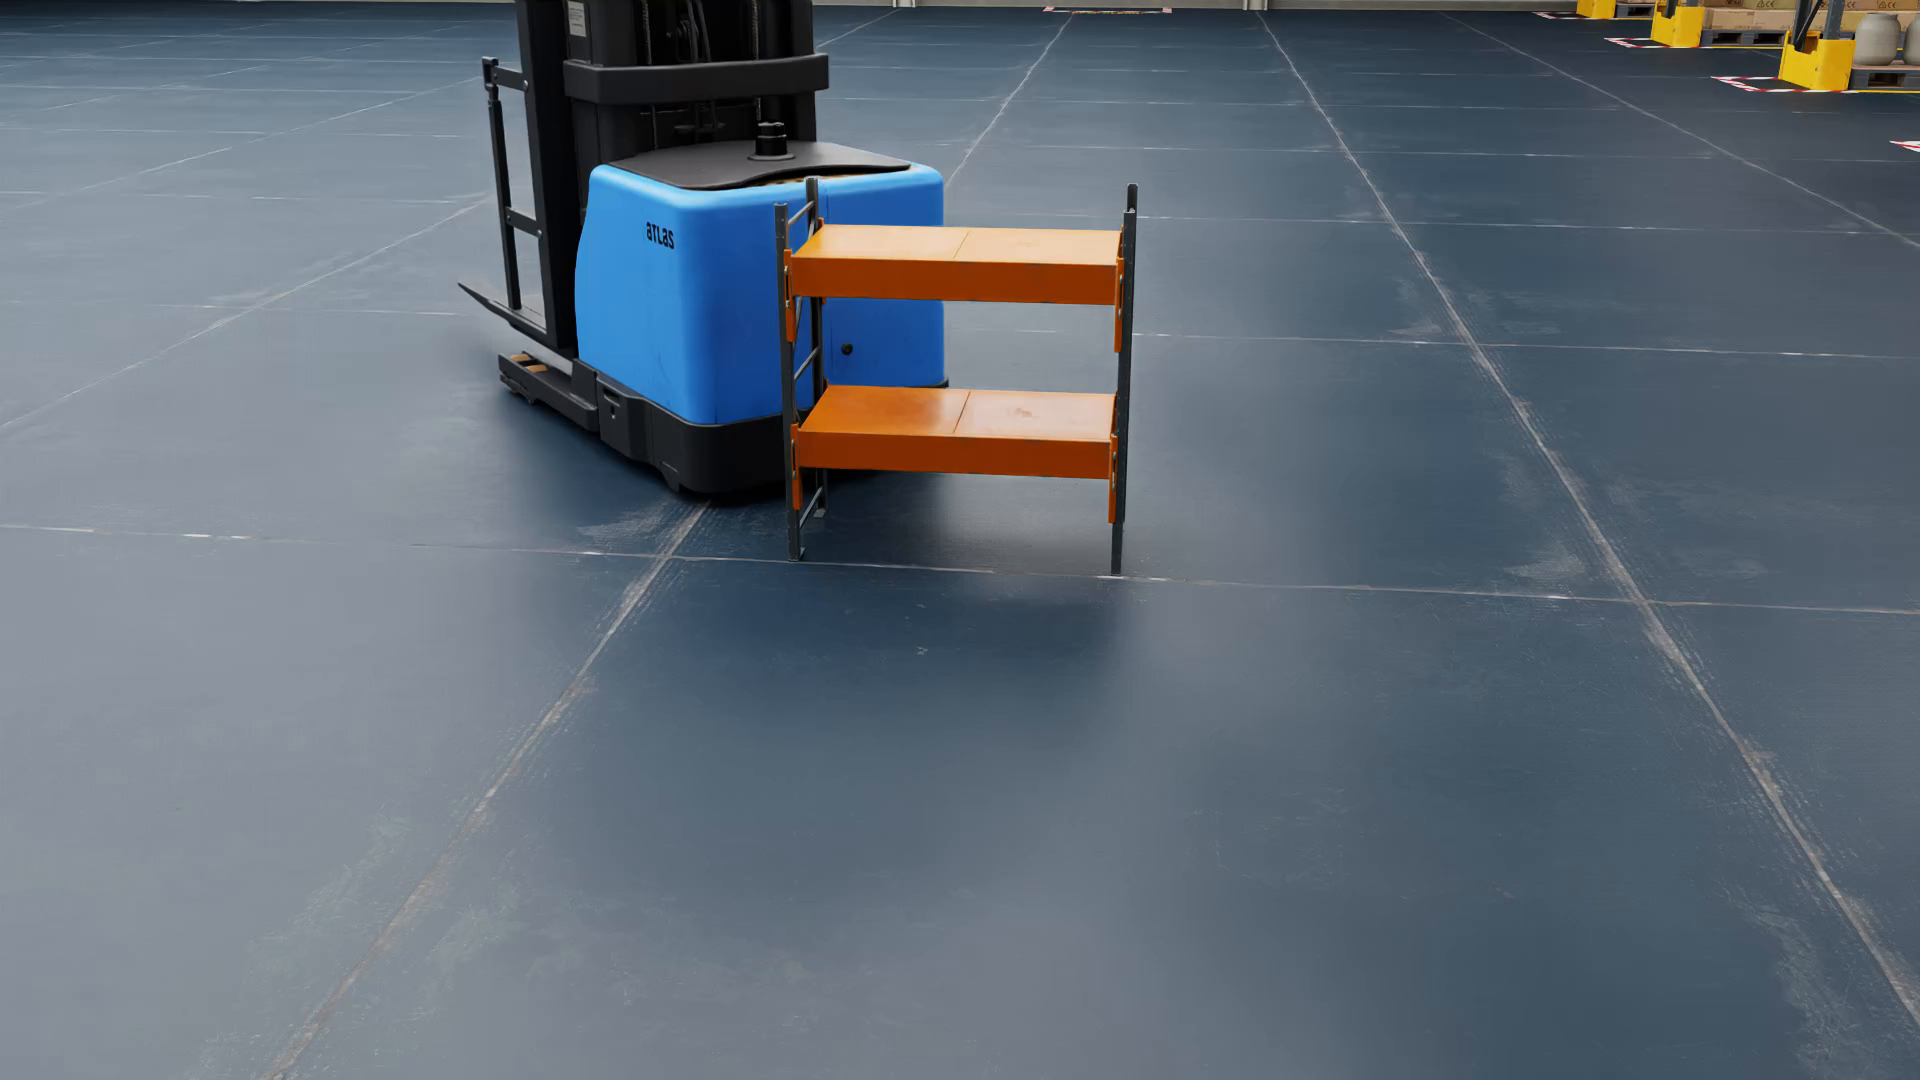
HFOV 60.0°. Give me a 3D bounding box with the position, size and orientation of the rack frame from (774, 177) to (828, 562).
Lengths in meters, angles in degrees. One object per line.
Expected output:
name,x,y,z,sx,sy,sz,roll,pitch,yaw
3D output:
rack frame,-0.498,-0.545,5.288,0.032,1.125,0.500,2,22,6

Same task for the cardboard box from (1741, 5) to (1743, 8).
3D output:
cardboard box,10.658,-7.037,22.328,0.500,0.250,0.500,2,22,6

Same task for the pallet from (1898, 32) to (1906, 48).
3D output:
pallet,12.780,-6.633,21.930,1.213,0.211,1.003,2,22,6

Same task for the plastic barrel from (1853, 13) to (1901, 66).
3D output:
plastic barrel,9.668,-5.283,17.534,0.421,0.512,0.421,0,22,0

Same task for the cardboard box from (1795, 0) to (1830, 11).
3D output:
cardboard box,11.094,-7.176,21.660,0.500,0.500,0.500,2,22,6

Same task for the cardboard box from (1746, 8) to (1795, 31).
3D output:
cardboard box,10.596,-6.845,21.842,0.500,0.250,0.500,2,22,6

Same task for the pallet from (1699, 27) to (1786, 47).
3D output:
pallet,10.357,-6.739,22.197,1.213,0.211,1.003,2,22,6

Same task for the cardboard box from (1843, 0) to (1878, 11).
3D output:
cardboard box,11.588,-7.148,21.589,0.500,0.500,0.500,2,22,6

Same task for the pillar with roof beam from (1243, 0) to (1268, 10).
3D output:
pillar with roof beam,4.504,-11.625,22.605,0.400,9.000,9.100,2,22,6

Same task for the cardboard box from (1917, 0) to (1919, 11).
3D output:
cardboard box,12.583,-7.111,21.497,0.500,0.500,0.500,2,22,6

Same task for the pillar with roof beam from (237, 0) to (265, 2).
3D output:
pillar with roof beam,-13.371,-12.404,24.575,0.400,9.000,9.100,2,22,6

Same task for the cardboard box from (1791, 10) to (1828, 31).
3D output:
cardboard box,11.092,-6.823,21.787,0.500,0.250,0.500,2,22,6

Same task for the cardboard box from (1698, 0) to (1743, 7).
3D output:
cardboard box,10.160,-7.404,22.236,0.500,0.500,0.500,2,22,6

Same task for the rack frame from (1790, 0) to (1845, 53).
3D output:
rack frame,9.006,-6.245,17.156,0.127,3.000,1.000,2,22,6

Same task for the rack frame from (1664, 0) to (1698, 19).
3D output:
rack frame,9.592,-8.053,21.730,0.127,3.000,1.000,2,22,6

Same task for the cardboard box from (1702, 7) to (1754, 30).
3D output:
cardboard box,10.099,-6.865,21.894,0.500,0.250,0.500,2,22,6

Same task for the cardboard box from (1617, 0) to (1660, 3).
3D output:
cardboard box,10.848,-8.753,26.559,0.500,0.311,0.500,0,22,0

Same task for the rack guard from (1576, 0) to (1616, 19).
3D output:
rack guard,10.247,-8.696,26.756,0.348,0.500,1.175,2,22,6

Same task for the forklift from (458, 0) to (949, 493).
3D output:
forklift,-1.283,-2.008,6.531,1.130,2.935,3.031,-14,26,-31

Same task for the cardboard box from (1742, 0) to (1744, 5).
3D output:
cardboard box,12.137,-8.767,26.336,0.500,0.500,0.700,1,22,3

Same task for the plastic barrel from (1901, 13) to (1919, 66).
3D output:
plastic barrel,10.166,-5.261,17.479,0.421,0.512,0.421,0,22,0

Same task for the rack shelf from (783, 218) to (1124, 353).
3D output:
rack shelf,0.007,-0.795,5.125,1.000,0.278,0.538,2,22,6

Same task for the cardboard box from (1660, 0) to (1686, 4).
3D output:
cardboard box,11.414,-8.729,26.497,0.500,0.311,0.500,4,22,11

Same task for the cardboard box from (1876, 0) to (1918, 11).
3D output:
cardboard box,12.086,-7.132,21.548,0.500,0.500,0.500,2,22,6

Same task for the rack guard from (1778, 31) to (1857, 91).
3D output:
rack guard,9.087,-5.096,17.650,0.348,0.500,1.175,2,22,6

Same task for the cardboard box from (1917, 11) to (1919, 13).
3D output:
cardboard box,12.583,-6.762,21.633,0.500,0.250,0.500,2,22,6

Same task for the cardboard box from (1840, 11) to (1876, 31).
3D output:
cardboard box,11.588,-6.800,21.728,0.500,0.250,0.500,2,22,6

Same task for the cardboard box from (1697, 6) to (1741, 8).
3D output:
cardboard box,10.160,-7.054,22.372,0.500,0.250,0.500,2,22,6

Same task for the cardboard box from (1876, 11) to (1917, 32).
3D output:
cardboard box,12.085,-6.778,21.674,0.500,0.250,0.500,2,22,6

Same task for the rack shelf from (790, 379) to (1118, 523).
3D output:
rack shelf,0.007,-0.295,5.322,1.000,0.278,0.538,2,22,6

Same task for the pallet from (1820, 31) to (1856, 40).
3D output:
pallet,11.565,-6.685,22.061,1.213,0.211,1.003,2,22,6

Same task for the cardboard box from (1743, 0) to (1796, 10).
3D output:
cardboard box,10.596,-7.193,21.703,0.500,0.500,0.500,2,22,6

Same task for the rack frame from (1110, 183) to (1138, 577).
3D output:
rack frame,0.512,-0.501,5.177,0.032,1.125,0.500,2,22,6

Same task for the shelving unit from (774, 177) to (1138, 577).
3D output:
shelving unit,0.007,-0.523,5.232,1.048,1.125,0.538,2,22,6

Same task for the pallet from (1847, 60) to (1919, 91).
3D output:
pallet,9.893,-4.925,17.609,1.213,0.211,1.003,2,22,6

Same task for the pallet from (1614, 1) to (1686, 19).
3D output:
pallet,11.050,-8.514,26.687,1.213,0.211,1.003,2,22,6

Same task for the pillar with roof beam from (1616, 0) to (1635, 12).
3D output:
pillar with roof beam,10.462,-11.365,21.948,0.400,9.000,9.100,2,22,6

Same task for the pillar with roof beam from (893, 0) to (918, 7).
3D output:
pillar with roof beam,-1.455,-11.885,23.262,0.400,9.000,9.100,2,22,6

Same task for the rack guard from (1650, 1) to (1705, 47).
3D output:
rack guard,9.569,-6.892,22.192,0.348,0.500,1.175,2,22,6
